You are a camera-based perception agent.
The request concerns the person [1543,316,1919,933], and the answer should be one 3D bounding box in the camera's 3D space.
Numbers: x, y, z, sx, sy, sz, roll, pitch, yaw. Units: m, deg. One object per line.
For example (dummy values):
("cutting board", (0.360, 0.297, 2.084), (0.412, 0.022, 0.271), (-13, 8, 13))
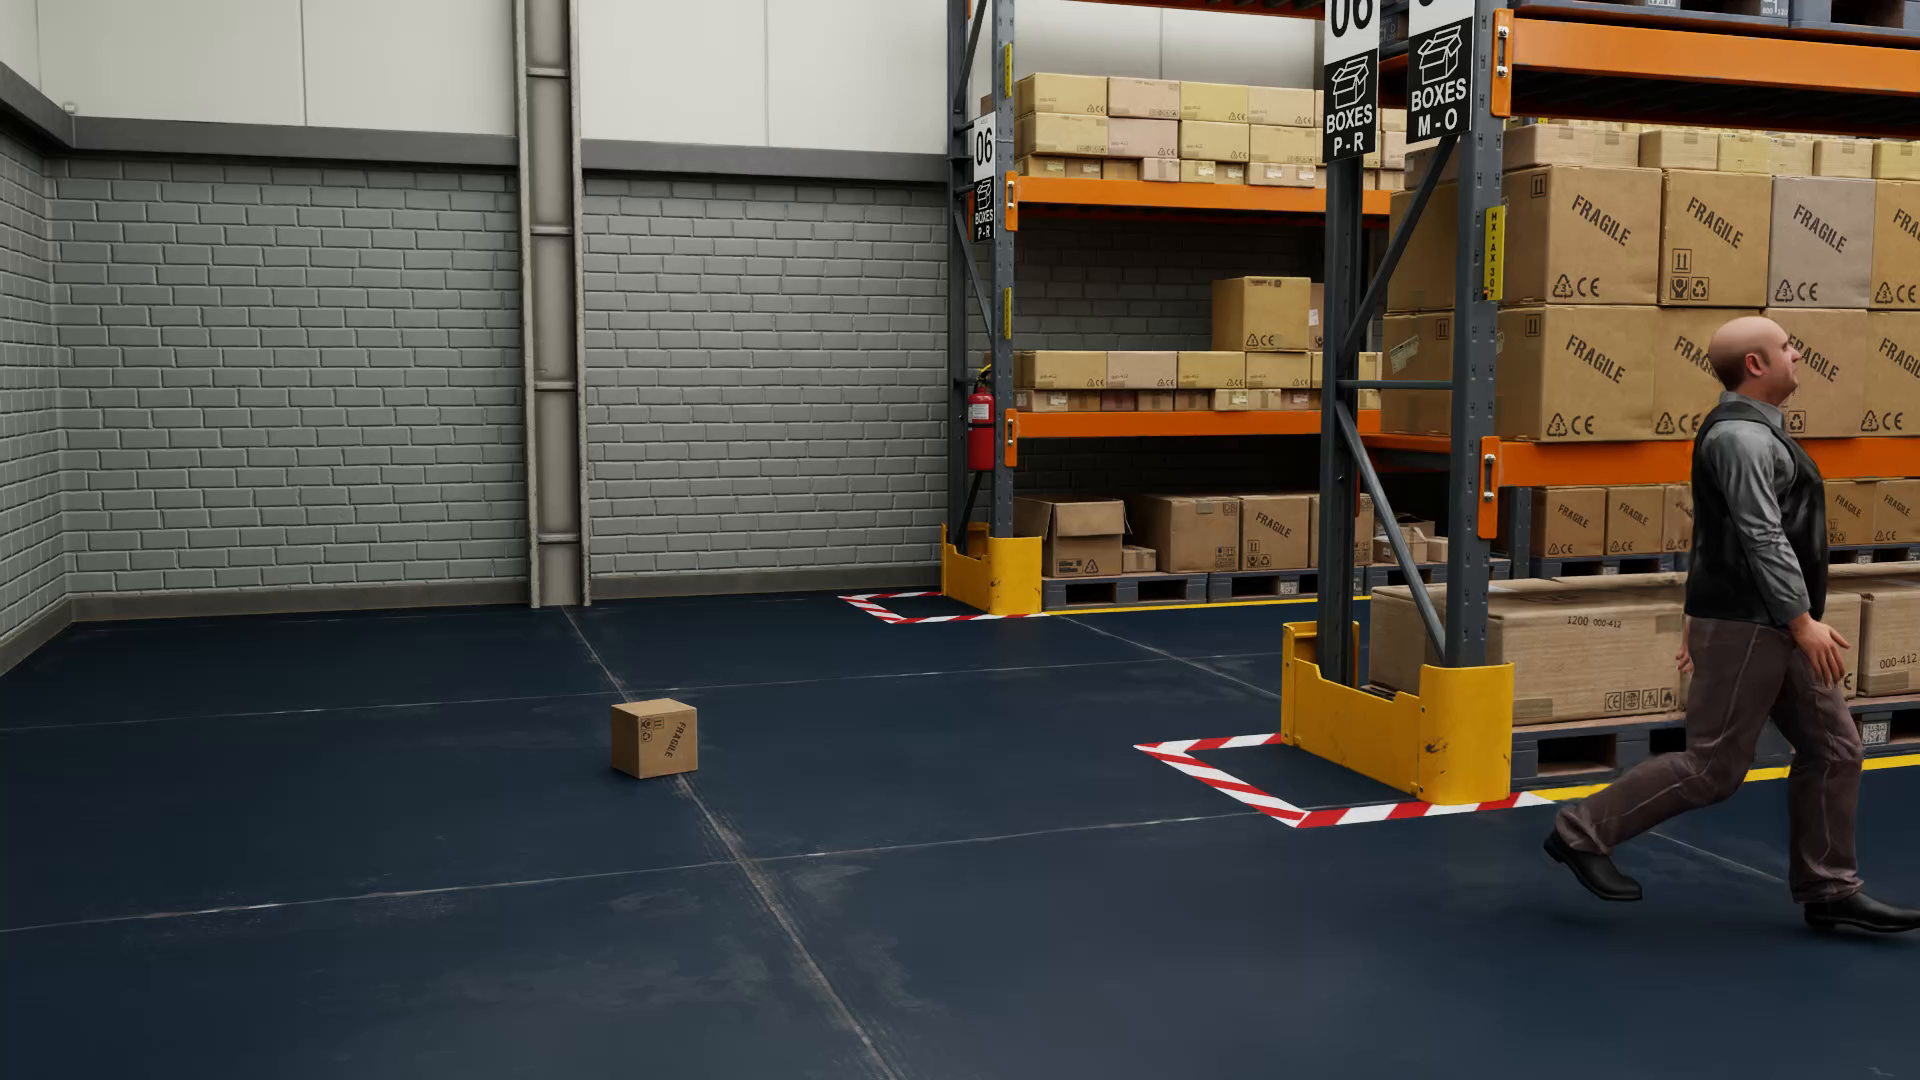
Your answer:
("person", (2.160, 0.231, 4.593), (0.967, 1.685, 0.523), (3, 7, 29))
